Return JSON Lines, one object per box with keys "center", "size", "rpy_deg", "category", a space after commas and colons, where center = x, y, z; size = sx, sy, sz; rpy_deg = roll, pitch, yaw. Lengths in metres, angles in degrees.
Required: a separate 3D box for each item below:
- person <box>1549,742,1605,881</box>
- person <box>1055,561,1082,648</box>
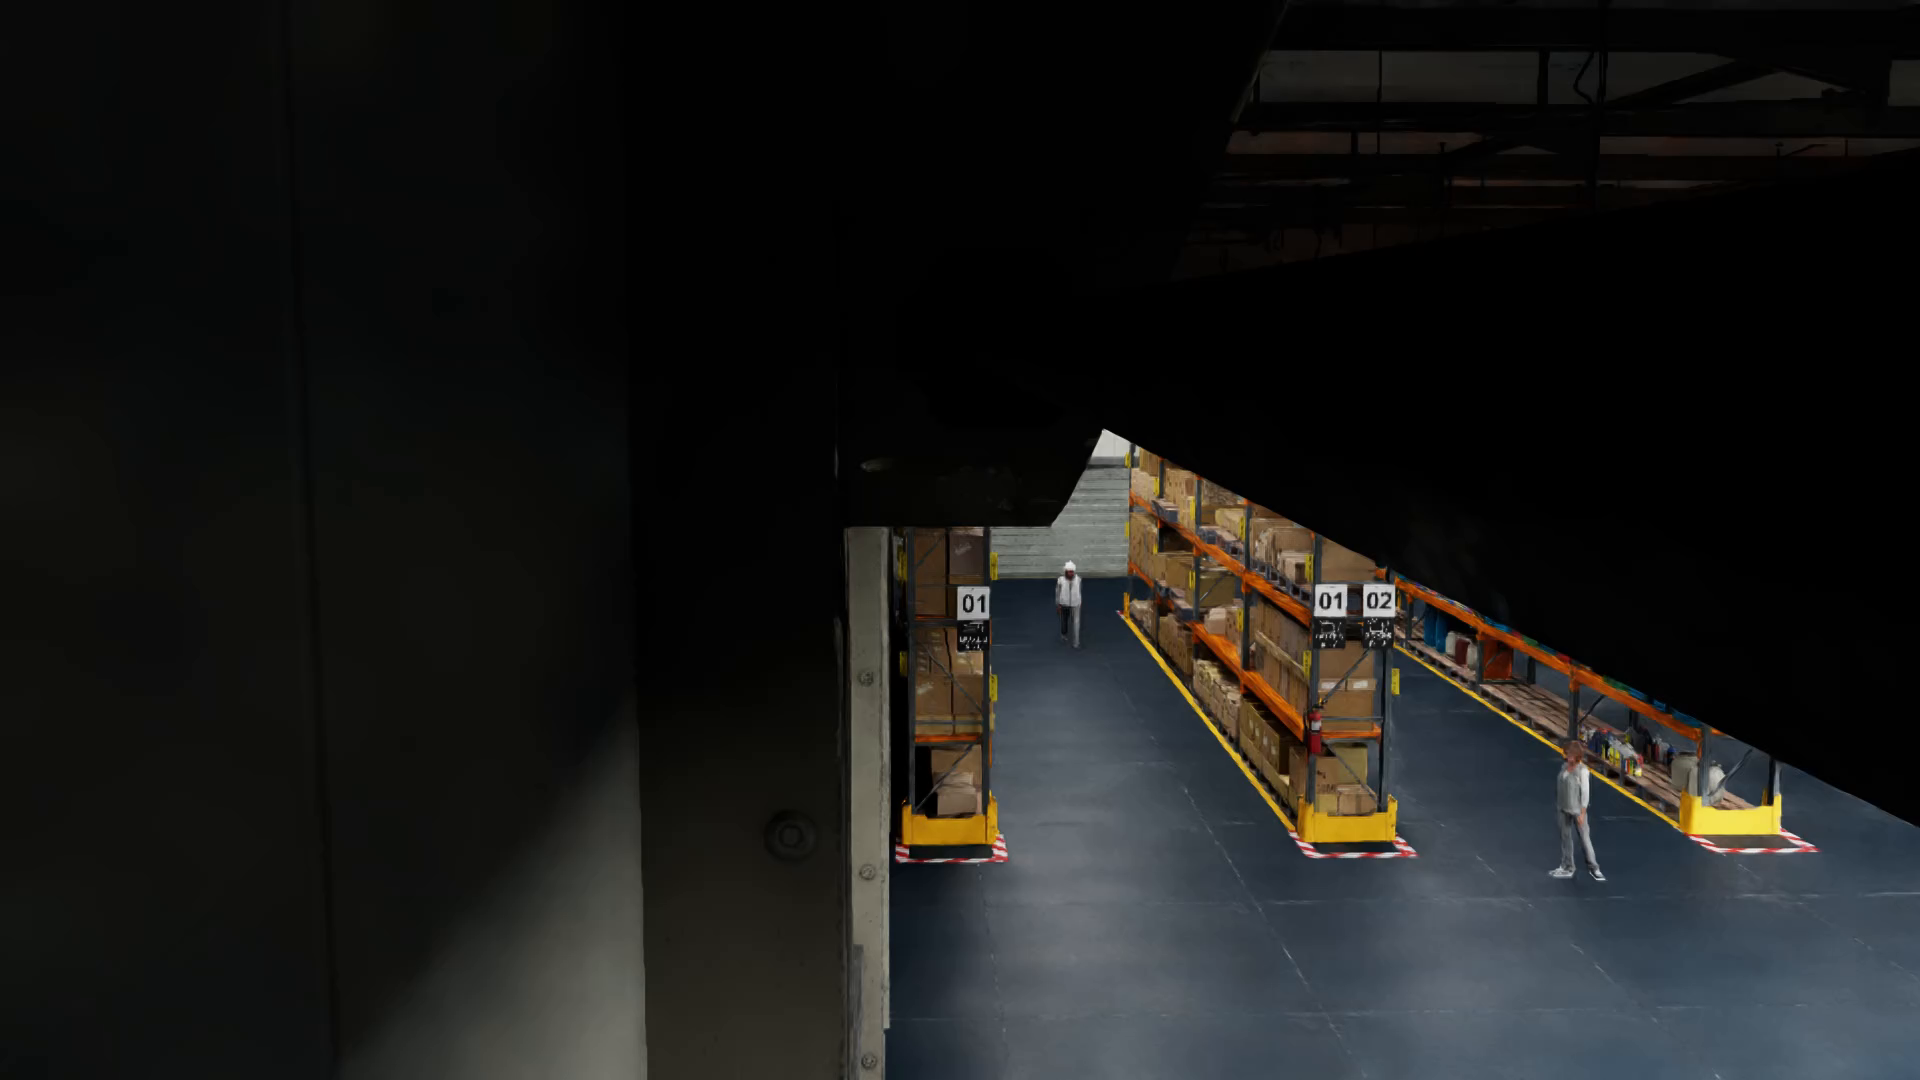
{"center": [7.120, 3.115, 19.094], "size": [0.437, 1.594, 0.602], "rpy_deg": [-4, 8, -28], "category": "person"}
{"center": [2.163, 1.257, 32.998], "size": [0.543, 1.700, 1.115], "rpy_deg": [0, 7, 0], "category": "person"}
